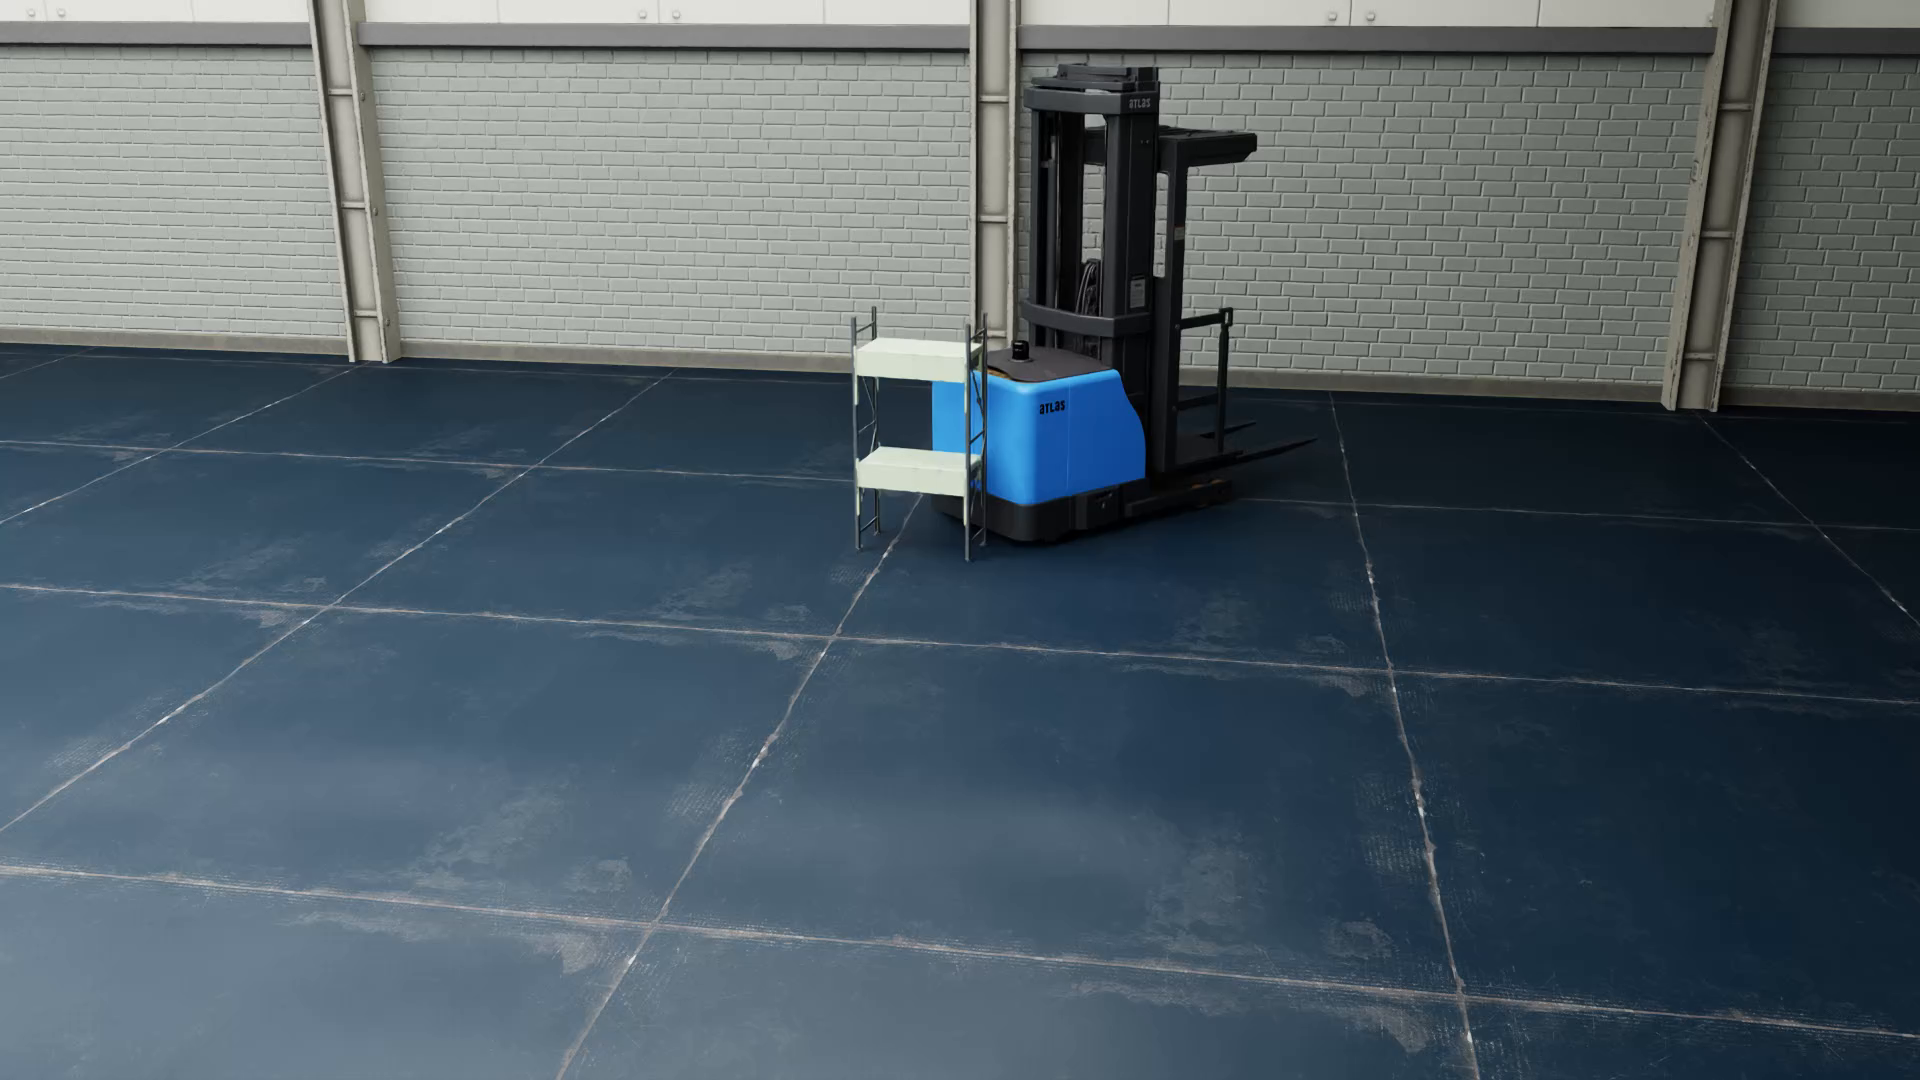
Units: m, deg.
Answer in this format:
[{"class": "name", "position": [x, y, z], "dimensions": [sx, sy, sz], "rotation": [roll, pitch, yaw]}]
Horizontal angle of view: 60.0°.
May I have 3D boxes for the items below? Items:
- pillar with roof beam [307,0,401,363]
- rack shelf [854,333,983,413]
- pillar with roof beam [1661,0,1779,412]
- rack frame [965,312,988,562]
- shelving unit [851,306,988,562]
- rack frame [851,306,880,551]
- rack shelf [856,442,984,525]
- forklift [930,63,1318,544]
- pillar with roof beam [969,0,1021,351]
[{"class": "pillar with roof beam", "position": [-6.305, -4.662, 10.556], "dimensions": [0.400, 9.000, 9.100], "rotation": [3, 19, 9]}, {"class": "rack shelf", "position": [-0.246, -1.040, 10.319], "dimensions": [0.720, 0.370, 0.431], "rotation": [6, 19, 16]}, {"class": "pillar with roof beam", "position": [5.543, -4.058, 8.751], "dimensions": [0.400, 9.000, 9.100], "rotation": [3, 19, 9]}, {"class": "rack frame", "position": [0.103, -0.636, 10.341], "dimensions": [0.023, 1.500, 0.400], "rotation": [6, 19, 16]}, {"class": "shelving unit", "position": [-0.246, -0.670, 10.443], "dimensions": [0.755, 1.500, 0.431], "rotation": [6, 19, 16]}, {"class": "rack frame", "position": [-0.596, -0.705, 10.545], "dimensions": [0.023, 1.500, 0.400], "rotation": [6, 19, 16]}, {"class": "rack shelf", "position": [-0.246, -0.361, 10.546], "dimensions": [0.720, 0.370, 0.431], "rotation": [6, 19, 16]}, {"class": "forklift", "position": [1.272, -1.726, 11.343], "dimensions": [3.031, 2.935, 1.130], "rotation": [-14, 23, -36]}, {"class": "pillar with roof beam", "position": [-0.381, -4.360, 9.653], "dimensions": [0.400, 9.000, 9.100], "rotation": [3, 19, 9]}]
